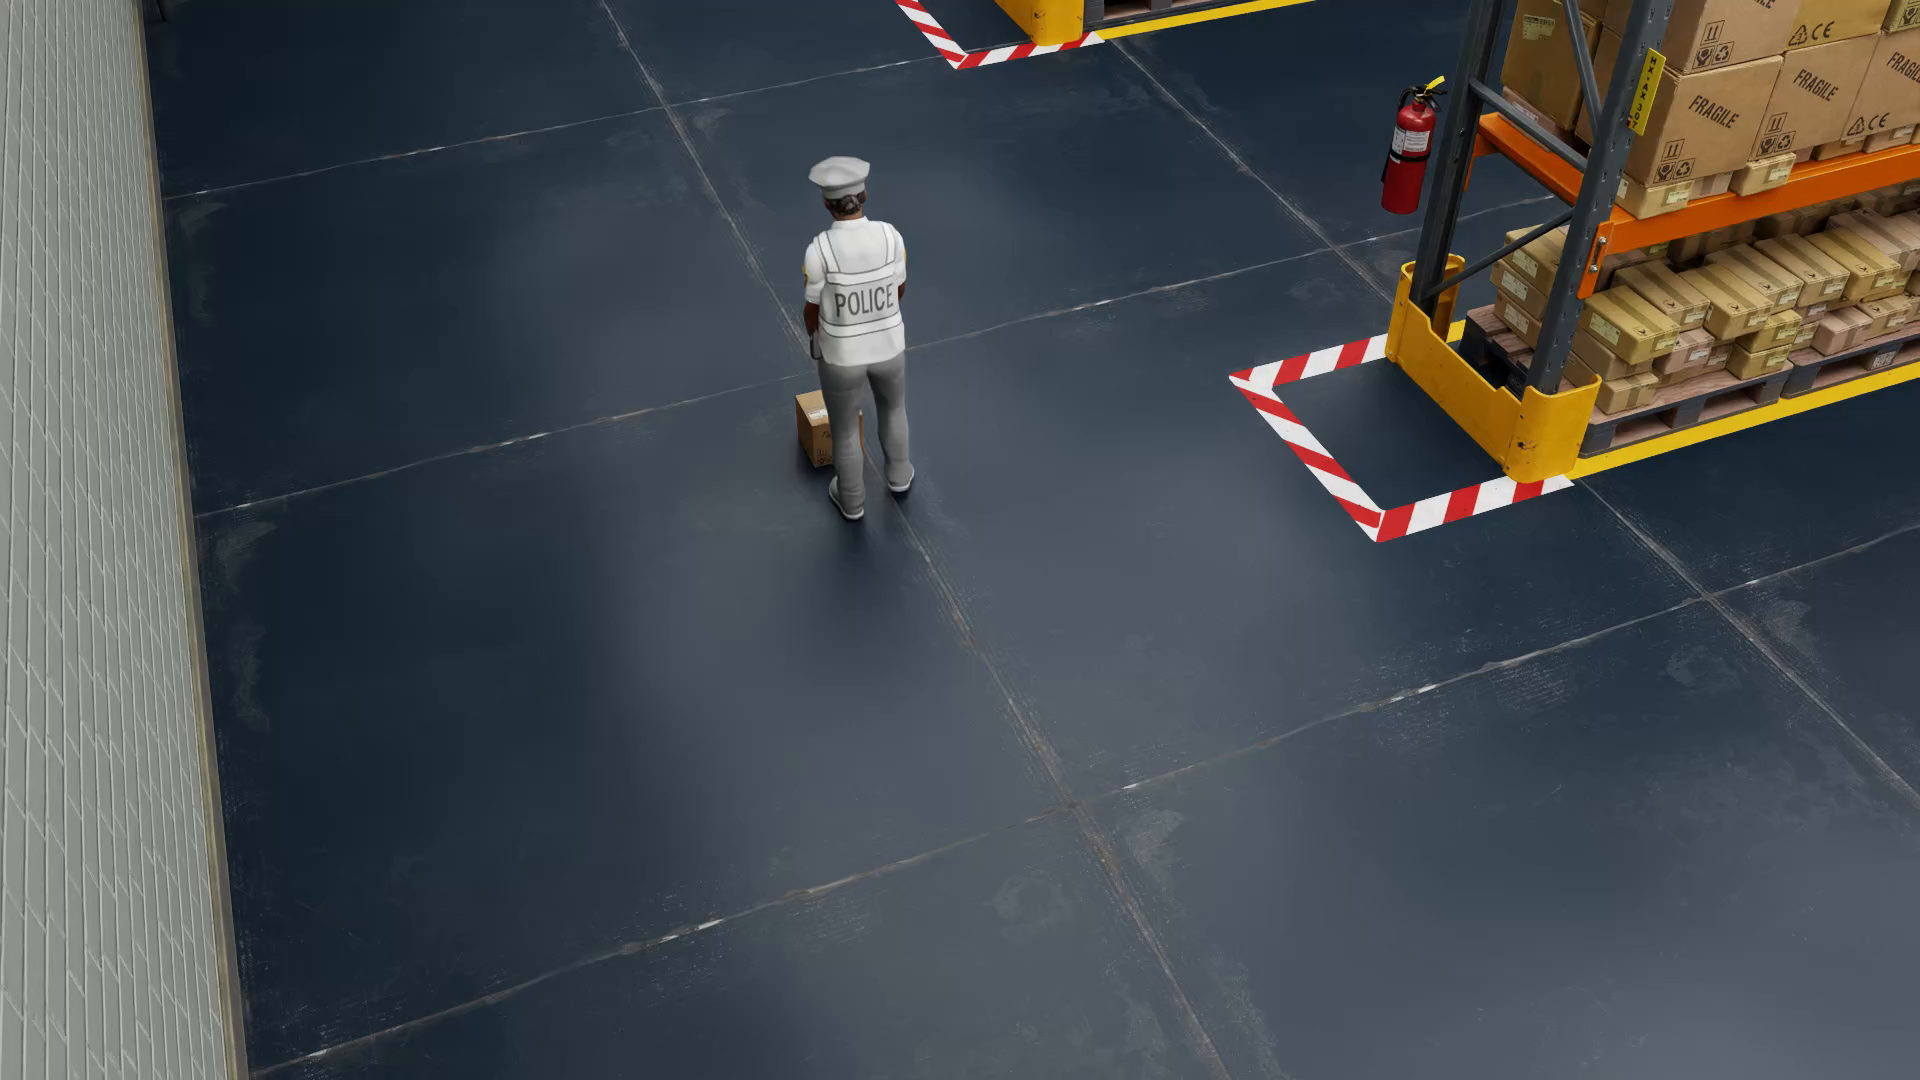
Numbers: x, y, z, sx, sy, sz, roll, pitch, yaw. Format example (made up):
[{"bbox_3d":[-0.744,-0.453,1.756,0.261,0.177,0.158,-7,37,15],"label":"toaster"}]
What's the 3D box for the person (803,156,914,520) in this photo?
[{"bbox_3d":[-0.415,-0.821,7.082,0.512,1.681,0.493,-15,44,-16],"label":"person"}]
